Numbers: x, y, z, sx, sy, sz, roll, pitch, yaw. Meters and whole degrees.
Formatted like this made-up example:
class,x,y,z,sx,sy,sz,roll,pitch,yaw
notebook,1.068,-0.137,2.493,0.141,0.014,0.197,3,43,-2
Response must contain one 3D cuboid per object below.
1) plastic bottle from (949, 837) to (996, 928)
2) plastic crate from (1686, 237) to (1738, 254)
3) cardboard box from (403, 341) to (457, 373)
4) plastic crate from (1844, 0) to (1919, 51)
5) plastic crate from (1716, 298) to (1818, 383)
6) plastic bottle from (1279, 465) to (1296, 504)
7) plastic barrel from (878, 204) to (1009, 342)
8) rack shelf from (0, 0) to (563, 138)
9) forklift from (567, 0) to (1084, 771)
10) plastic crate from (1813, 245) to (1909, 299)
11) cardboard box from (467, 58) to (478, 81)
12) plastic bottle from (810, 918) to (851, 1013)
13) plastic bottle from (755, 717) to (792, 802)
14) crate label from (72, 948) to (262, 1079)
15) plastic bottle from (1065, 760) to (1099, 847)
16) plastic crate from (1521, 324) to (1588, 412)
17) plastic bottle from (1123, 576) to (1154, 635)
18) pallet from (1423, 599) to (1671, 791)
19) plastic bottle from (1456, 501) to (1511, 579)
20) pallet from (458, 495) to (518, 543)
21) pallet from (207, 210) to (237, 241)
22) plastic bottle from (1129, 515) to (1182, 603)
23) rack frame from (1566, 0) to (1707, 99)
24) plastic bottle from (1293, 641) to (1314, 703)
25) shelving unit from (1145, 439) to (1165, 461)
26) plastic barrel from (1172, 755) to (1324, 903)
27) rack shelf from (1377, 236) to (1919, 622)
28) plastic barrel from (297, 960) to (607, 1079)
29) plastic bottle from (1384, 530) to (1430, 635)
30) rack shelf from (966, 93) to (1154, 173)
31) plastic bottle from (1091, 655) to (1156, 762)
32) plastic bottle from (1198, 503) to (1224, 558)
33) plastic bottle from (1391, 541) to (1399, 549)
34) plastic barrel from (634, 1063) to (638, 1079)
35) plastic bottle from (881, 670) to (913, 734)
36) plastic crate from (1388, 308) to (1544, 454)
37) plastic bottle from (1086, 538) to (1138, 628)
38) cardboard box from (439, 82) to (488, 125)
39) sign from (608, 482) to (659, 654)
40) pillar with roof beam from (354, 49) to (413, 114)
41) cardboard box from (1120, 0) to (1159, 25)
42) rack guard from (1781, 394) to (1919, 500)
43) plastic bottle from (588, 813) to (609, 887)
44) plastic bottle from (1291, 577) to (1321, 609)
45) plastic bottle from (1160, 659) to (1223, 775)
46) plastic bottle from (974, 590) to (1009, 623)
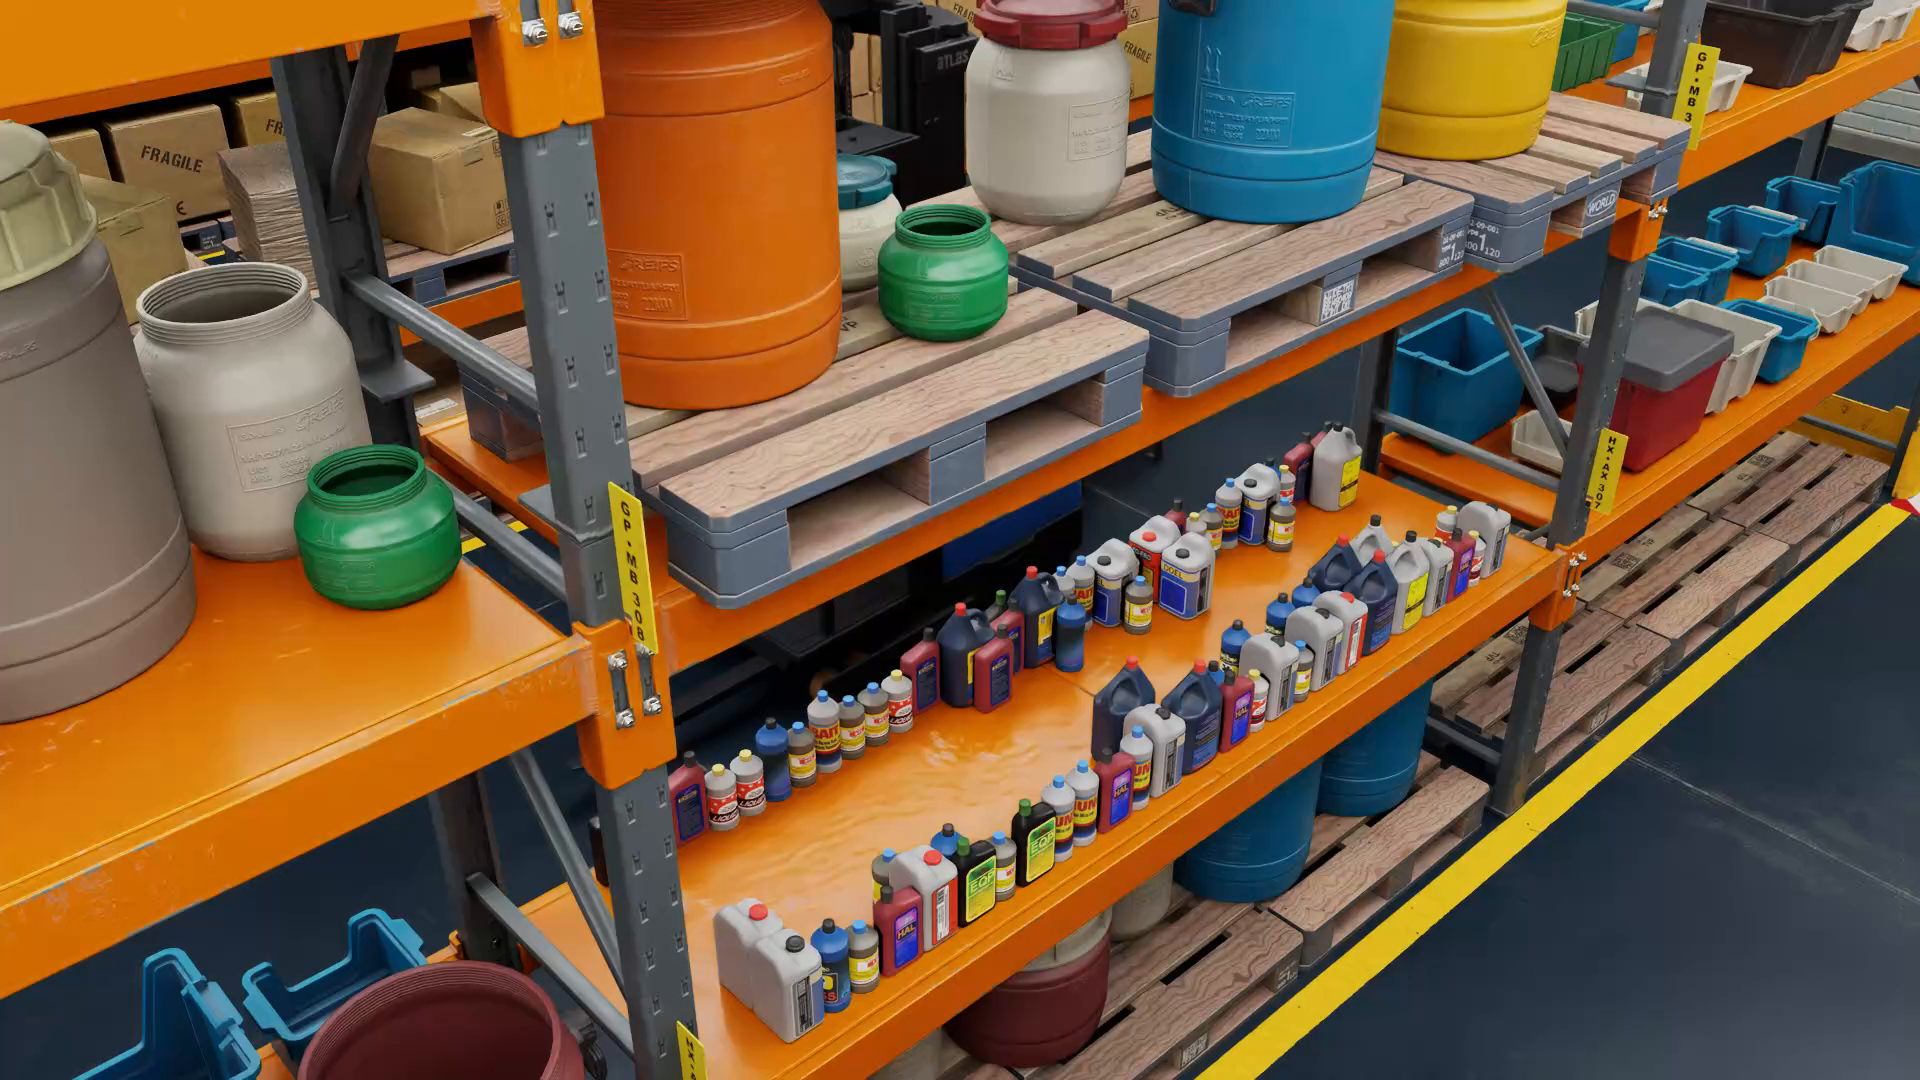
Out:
class,x,y,z,sx,sy,sz,roll,pitch,yaw
plastic bottle,0.035,0.906,4.505,0.133,0.283,0.061,-26,40,-35
plastic crate,3.702,-1.386,8.336,0.298,0.136,0.250,-26,40,-35
cardboard box,-3.024,-1.065,8.871,0.500,0.250,0.500,-27,40,-36
plastic crate,3.549,-2.097,6.681,0.530,0.136,0.437,-26,40,-35
plastic crate,3.564,-0.885,7.425,0.300,0.233,0.416,-26,40,-35
plastic bottle,1.234,-0.192,6.378,0.097,0.201,0.097,0,31,0
plastic barrel,-0.037,-0.600,3.727,0.294,0.245,0.294,0,31,0
rack shelf,-2.437,-0.292,1.675,4.000,0.370,1.077,-26,40,-35
forklift,-0.757,-0.808,7.262,1.130,2.935,3.031,27,40,37
plastic crate,4.421,-1.312,8.215,0.243,0.136,0.396,-26,40,-35
cardboard box,-3.780,-3.795,13.453,0.250,0.149,0.380,-24,39,-34
plastic bottle,-0.330,1.075,4.240,0.097,0.271,0.097,0,31,0
plastic bottle,-0.555,0.644,4.945,0.097,0.271,0.097,0,31,0
crate label,-1.883,1.314,3.691,0.616,0.435,0.502,-26,40,-35
plastic bottle,0.348,0.747,4.776,0.097,0.271,0.097,0,31,0
plastic crate,2.601,-0.746,7.301,0.590,0.125,0.437,-26,40,-35
plastic bottle,0.614,0.217,5.711,0.097,0.201,0.097,0,31,0
pallet,2.475,0.576,7.606,1.213,0.211,1.003,-26,40,-35
plastic bottle,1.893,-0.022,6.030,0.135,0.276,0.152,-26,40,-35
pallet,-2.868,-0.307,9.050,1.213,0.211,1.003,-26,40,-35
pallet,-5.288,-2.636,12.859,1.213,0.211,1.003,-26,40,-35
plastic bottle,0.685,0.061,5.893,0.135,0.276,0.152,-26,40,-35
rack frame,1.963,-2.898,4.863,0.127,3.000,1.000,-26,40,-35
plastic bottle,1.091,0.418,5.382,0.097,0.201,0.097,0,31,0
shelving unit,0.618,-0.995,8.939,0.538,1.500,1.048,27,40,37
plastic barrel,1.033,0.815,6.150,0.708,0.901,0.600,-26,40,-35
rack shelf,3.429,-0.741,7.776,4.000,0.370,1.077,-26,40,-35
plastic barrel,-1.105,1.303,3.614,0.708,0.536,0.600,-26,40,-35
plastic bottle,1.511,0.134,5.703,0.185,0.351,0.144,-26,40,-35
rack shelf,0.064,-2.637,10.877,4.000,0.370,1.077,-26,40,-35
plastic bottle,0.501,0.514,5.081,0.185,0.351,0.144,-26,40,-35
plastic bottle,0.921,-0.040,6.131,0.097,0.201,0.097,0,31,0
plastic bottle,1.527,0.098,5.904,0.097,0.201,0.097,0,31,0
plastic barrel,-0.623,1.647,4.859,0.708,0.830,0.600,-26,40,-35
plastic bottle,-0.198,0.501,5.246,0.097,0.201,0.097,0,31,0
plastic crate,2.073,-0.653,6.901,0.575,0.384,0.392,-26,40,-35
plastic bottle,0.515,0.144,5.759,0.135,0.276,0.152,-26,40,-35
cardboard box,-2.363,-2.106,8.820,0.500,0.500,0.700,-19,36,-28
sign,-0.591,0.053,3.012,0.005,0.325,0.100,-26,40,-35
pillar with roof beam,-1.921,-5.620,9.315,0.400,9.000,9.100,-26,40,-35
cardboard box,1.021,-3.680,10.839,0.500,0.500,0.500,-25,39,-34
rack guard,4.904,-0.704,9.422,0.348,0.500,1.175,-26,40,-35
plastic bottle,-0.964,0.824,4.640,0.133,0.283,0.061,-26,40,-35
plastic bottle,1.157,0.247,5.594,0.097,0.271,0.097,0,31,0
plastic bottle,0.703,0.525,5.064,0.185,0.351,0.144,-26,40,-35
plastic bottle,0.107,0.305,5.487,0.133,0.283,0.061,-26,40,-35
